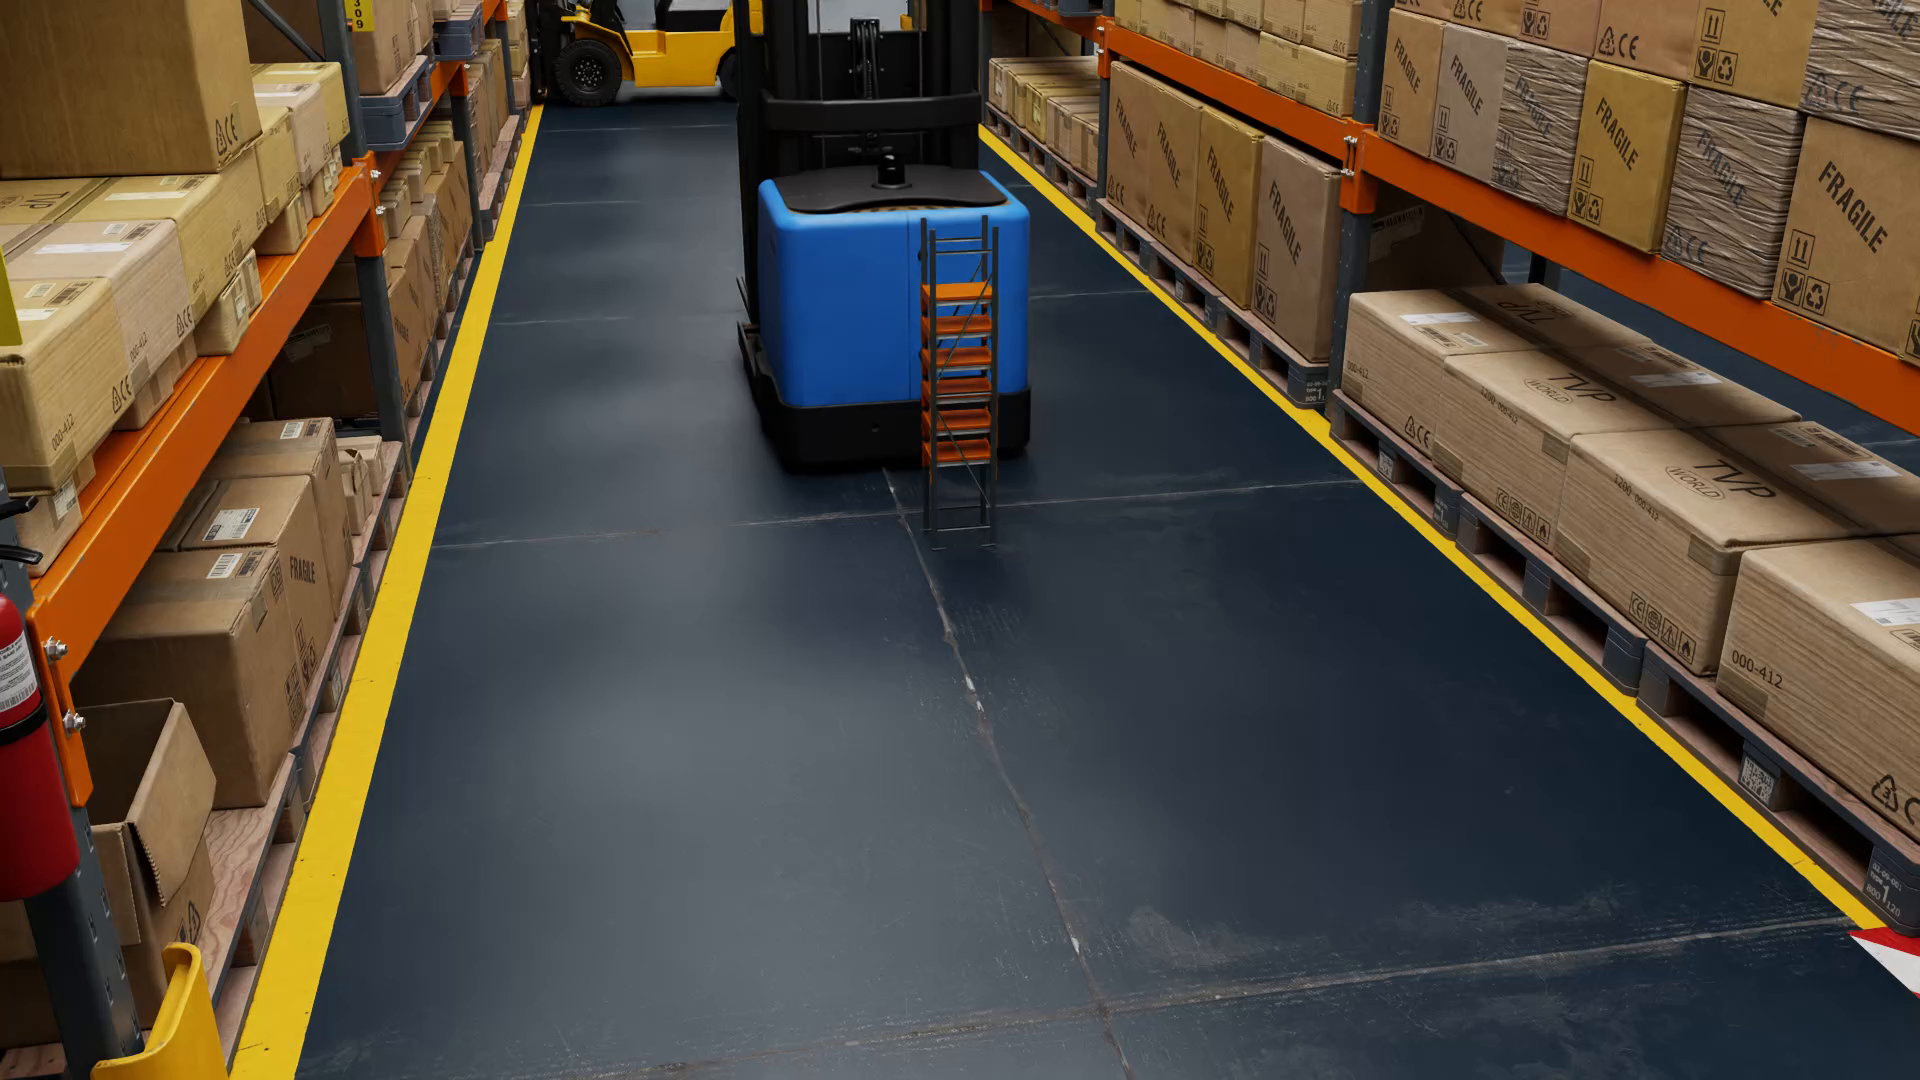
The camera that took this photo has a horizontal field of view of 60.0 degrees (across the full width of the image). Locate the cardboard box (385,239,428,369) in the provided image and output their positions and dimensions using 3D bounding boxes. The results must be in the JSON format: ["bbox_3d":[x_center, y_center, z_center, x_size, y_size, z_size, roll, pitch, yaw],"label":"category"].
[{"bbox_3d":[-2.706,-1.037,7.476,0.500,0.500,0.500,-5,24,-10],"label":"cardboard box"}]

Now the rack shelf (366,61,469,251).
[{"bbox_3d":[-3.099,-2.032,8.053,1.077,0.370,4.000,-4,24,-10],"label":"rack shelf"}]

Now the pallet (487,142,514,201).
[{"bbox_3d":[-3.805,-2.676,12.113,1.003,0.211,1.213,-4,24,-10],"label":"pallet"}]

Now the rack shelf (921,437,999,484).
[{"bbox_3d":[-0.003,-0.295,6.137,0.258,0.103,0.180,-4,24,-10],"label":"rack shelf"}]

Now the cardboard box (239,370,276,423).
[{"bbox_3d":[-3.111,-0.793,6.917,0.500,0.500,0.500,-4,24,-10],"label":"cardboard box"}]

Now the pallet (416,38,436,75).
[{"bbox_3d":[-3.105,-2.296,7.998,1.003,0.211,1.213,-4,24,-10],"label":"pallet"}]

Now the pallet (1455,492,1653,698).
[{"bbox_3d":[2.441,0.120,5.712,1.003,0.211,1.213,-4,24,-10],"label":"pallet"}]

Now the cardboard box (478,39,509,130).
[{"bbox_3d":[-4.101,-3.621,13.236,0.875,0.625,0.625,-3,24,-7],"label":"cardboard box"}]

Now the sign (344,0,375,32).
[{"bbox_3d":[-2.197,-2.015,6.034,0.100,0.325,0.005,-4,24,-10],"label":"sign"}]

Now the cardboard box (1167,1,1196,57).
[{"bbox_3d":[1.456,-2.830,9.169,0.500,0.250,0.500,-4,24,-8],"label":"cardboard box"}]

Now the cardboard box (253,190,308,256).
[{"bbox_3d":[-2.184,-0.948,4.987,0.380,0.149,0.250,-5,24,-11],"label":"cardboard box"}]

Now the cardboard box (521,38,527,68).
[{"bbox_3d":[-4.090,-4.294,14.621,0.500,0.250,0.500,-4,24,-10],"label":"cardboard box"}]

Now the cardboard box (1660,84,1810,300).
[{"bbox_3d":[2.356,-0.986,4.636,0.500,0.500,0.500,-4,24,-8],"label":"cardboard box"}]

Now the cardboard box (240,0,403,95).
[{"bbox_3d":[-2.599,-2.020,6.478,0.700,0.500,0.500,-4,24,-8],"label":"cardboard box"}]

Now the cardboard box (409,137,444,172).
[{"bbox_3d":[-3.042,-2.105,9.110,0.380,0.149,0.250,-5,24,-12],"label":"cardboard box"}]

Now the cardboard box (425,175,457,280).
[{"bbox_3d":[-2.998,-1.642,8.859,0.500,0.500,0.500,-3,24,-7],"label":"cardboard box"}]

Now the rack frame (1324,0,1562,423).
[{"bbox_3d":[2.148,-1.944,6.953,1.000,3.000,0.127,-4,24,-10],"label":"rack frame"}]

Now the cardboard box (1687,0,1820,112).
[{"bbox_3d":[2.351,-1.445,4.436,0.500,0.500,0.500,-4,24,-10],"label":"cardboard box"}]

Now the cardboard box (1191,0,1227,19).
[{"bbox_3d":[1.515,-2.859,8.611,0.500,0.250,0.500,-4,24,-9],"label":"cardboard box"}]

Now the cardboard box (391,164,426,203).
[{"bbox_3d":[-2.911,-1.793,8.396,0.380,0.149,0.250,-5,24,-12],"label":"cardboard box"}]

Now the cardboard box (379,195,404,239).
[{"bbox_3d":[-2.793,-1.491,7.704,0.380,0.149,0.250,-4,24,-10],"label":"cardboard box"}]

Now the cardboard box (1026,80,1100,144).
[{"bbox_3d":[1.035,-3.317,12.855,0.950,0.372,0.625,-4,24,-8],"label":"cardboard box"}]

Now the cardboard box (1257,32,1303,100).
[{"bbox_3d":[1.725,-2.233,7.803,0.500,0.250,0.500,-5,24,-10],"label":"cardboard box"}]

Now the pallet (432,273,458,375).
[{"bbox_3d":[-3.146,-1.095,8.494,1.003,0.211,1.213,-4,24,-10],"label":"pallet"}]

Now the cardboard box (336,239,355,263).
[{"bbox_3d":[-2.593,-1.212,6.693,0.380,0.149,0.250,-5,24,-11],"label":"cardboard box"}]

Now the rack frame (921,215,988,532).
[{"bbox_3d":[-0.020,-0.592,6.105,0.240,1.200,0.006,-4,24,-10],"label":"rack frame"}]

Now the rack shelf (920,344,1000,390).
[{"bbox_3d":[-0.003,-0.625,5.993,0.258,0.103,0.180,-4,24,-10],"label":"rack shelf"}]

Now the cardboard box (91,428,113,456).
[{"bbox_3d":[-1.956,-0.233,3.351,0.380,0.149,0.250,-5,24,-10],"label":"cardboard box"}]

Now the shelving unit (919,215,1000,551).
[{"bbox_3d":[-0.003,-0.556,6.023,0.258,1.200,0.189,-4,24,-10],"label":"shelving unit"}]

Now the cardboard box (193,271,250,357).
[{"bbox_3d":[-1.970,-0.546,4.067,0.380,0.149,0.250,-5,24,-11],"label":"cardboard box"}]

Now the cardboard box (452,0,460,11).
[{"bbox_3d":[-2.970,-2.996,9.150,0.380,0.149,0.250,-4,24,-9],"label":"cardboard box"}]

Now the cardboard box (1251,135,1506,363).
[{"bbox_3d":[1.955,-1.400,7.839,0.875,0.875,0.875,-4,24,-8],"label":"cardboard box"}]

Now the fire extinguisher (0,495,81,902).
[{"bbox_3d":[-1.508,0.228,2.542,0.296,0.674,0.183,-4,24,-10],"label":"fire extinguisher"}]

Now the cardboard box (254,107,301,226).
[{"bbox_3d":[-2.209,-1.067,4.761,0.500,0.250,0.500,-4,24,-10],"label":"cardboard box"}]

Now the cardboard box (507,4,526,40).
[{"bbox_3d":[-4.074,-4.528,14.530,0.500,0.250,0.500,-4,24,-10],"label":"cardboard box"}]

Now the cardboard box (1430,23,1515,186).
[{"bbox_3d":[2.067,-1.587,6.012,0.500,0.500,0.500,-4,24,-9],"label":"cardboard box"}]

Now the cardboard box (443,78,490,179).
[{"bbox_3d":[-3.699,-2.755,11.253,0.875,0.625,0.625,-4,24,-8],"label":"cardboard box"}]

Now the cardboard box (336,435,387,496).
[{"bbox_3d":[-2.337,-0.264,6.143,0.380,0.149,0.250,-5,24,-11],"label":"cardboard box"}]

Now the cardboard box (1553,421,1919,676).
[{"bbox_3d":[2.490,0.000,5.179,0.875,0.438,0.875,-4,24,-8],"label":"cardboard box"}]

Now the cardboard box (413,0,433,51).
[{"bbox_3d":[-2.840,-2.532,7.651,0.700,0.500,0.500,-4,24,-10],"label":"cardboard box"}]

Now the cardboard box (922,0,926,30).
[{"bbox_3d":[-0.087,-5.387,16.811,0.500,0.500,0.500,-5,24,-12],"label":"cardboard box"}]

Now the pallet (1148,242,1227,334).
[{"bbox_3d":[1.703,-1.445,9.294,1.003,0.211,1.213,-4,24,-10],"label":"pallet"}]

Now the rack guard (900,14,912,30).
[{"bbox_3d":[-0.057,-5.488,18.192,1.175,0.500,0.348,-4,24,-10],"label":"rack guard"}]

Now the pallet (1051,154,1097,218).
[{"bbox_3d":[1.266,-2.547,11.817,1.003,0.211,1.213,-4,24,-10],"label":"pallet"}]

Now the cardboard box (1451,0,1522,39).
[{"bbox_3d":[2.086,-2.043,5.807,0.500,0.500,0.500,-5,24,-10],"label":"cardboard box"}]

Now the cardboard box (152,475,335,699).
[{"bbox_3d":[-2.129,0.149,4.759,0.500,0.500,0.500,-4,24,-9],"label":"cardboard box"}]

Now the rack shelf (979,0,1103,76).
[{"bbox_3d":[1.039,-3.974,12.500,1.077,0.370,4.000,-4,24,-10],"label":"rack shelf"}]

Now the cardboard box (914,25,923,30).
[{"bbox_3d":[-0.193,-5.258,17.453,0.500,0.250,0.500,-5,24,-10],"label":"cardboard box"}]

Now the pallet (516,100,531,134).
[{"bbox_3d":[-4.314,-3.760,14.595,1.003,0.211,1.213,-4,24,-10],"label":"pallet"}]

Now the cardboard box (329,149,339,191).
[{"bbox_3d":[-2.352,-1.252,5.683,0.380,0.149,0.250,-4,24,-8],"label":"cardboard box"}]

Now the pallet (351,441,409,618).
[{"bbox_3d":[-2.603,-0.027,6.048,1.003,0.211,1.213,-4,24,-10],"label":"pallet"}]

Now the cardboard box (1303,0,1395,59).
[{"bbox_3d":[1.828,-2.260,7.239,0.500,0.250,0.500,-4,24,-10],"label":"cardboard box"}]

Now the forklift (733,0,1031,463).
[{"bbox_3d":[-0.506,-2.219,7.668,1.130,2.935,3.031,-5,24,-11],"label":"forklift"}]

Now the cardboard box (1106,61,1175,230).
[{"bbox_3d":[1.455,-2.458,10.260,0.875,0.875,0.875,-5,24,-10],"label":"cardboard box"}]

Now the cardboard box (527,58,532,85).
[{"bbox_3d":[-4.192,-4.268,15.186,0.500,0.250,0.500,-4,24,-9],"label":"cardboard box"}]

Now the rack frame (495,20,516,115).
[{"bbox_3d":[-4.208,-4.722,13.313,1.000,3.000,0.127,-4,24,-10],"label":"rack frame"}]

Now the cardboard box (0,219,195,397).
[{"bbox_3d":[-1.902,-0.466,3.385,0.500,0.250,0.500,-4,24,-9],"label":"cardboard box"}]
